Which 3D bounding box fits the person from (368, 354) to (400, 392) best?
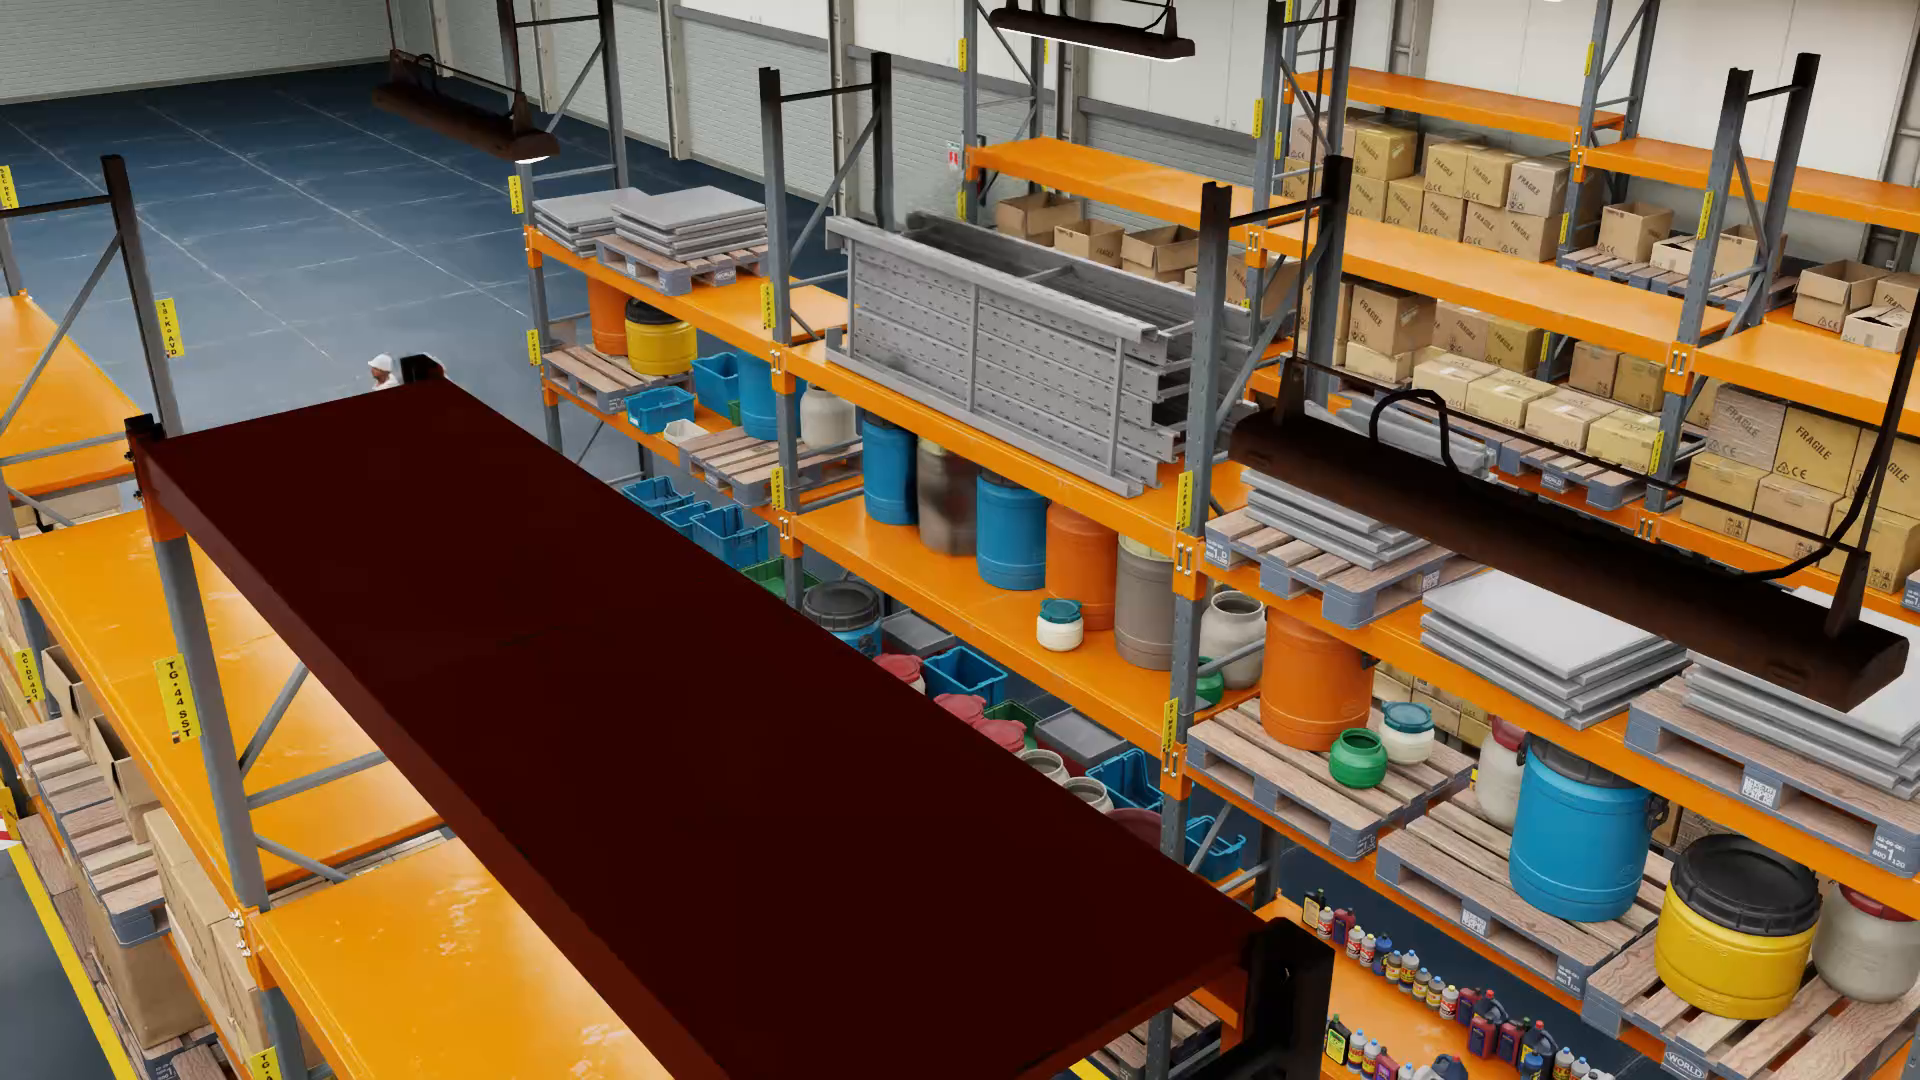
[{"bbox_3d":[-6.414,-1.244,18.753,0.980,1.774,0.682,-8,27,-15],"label":"person"}]
